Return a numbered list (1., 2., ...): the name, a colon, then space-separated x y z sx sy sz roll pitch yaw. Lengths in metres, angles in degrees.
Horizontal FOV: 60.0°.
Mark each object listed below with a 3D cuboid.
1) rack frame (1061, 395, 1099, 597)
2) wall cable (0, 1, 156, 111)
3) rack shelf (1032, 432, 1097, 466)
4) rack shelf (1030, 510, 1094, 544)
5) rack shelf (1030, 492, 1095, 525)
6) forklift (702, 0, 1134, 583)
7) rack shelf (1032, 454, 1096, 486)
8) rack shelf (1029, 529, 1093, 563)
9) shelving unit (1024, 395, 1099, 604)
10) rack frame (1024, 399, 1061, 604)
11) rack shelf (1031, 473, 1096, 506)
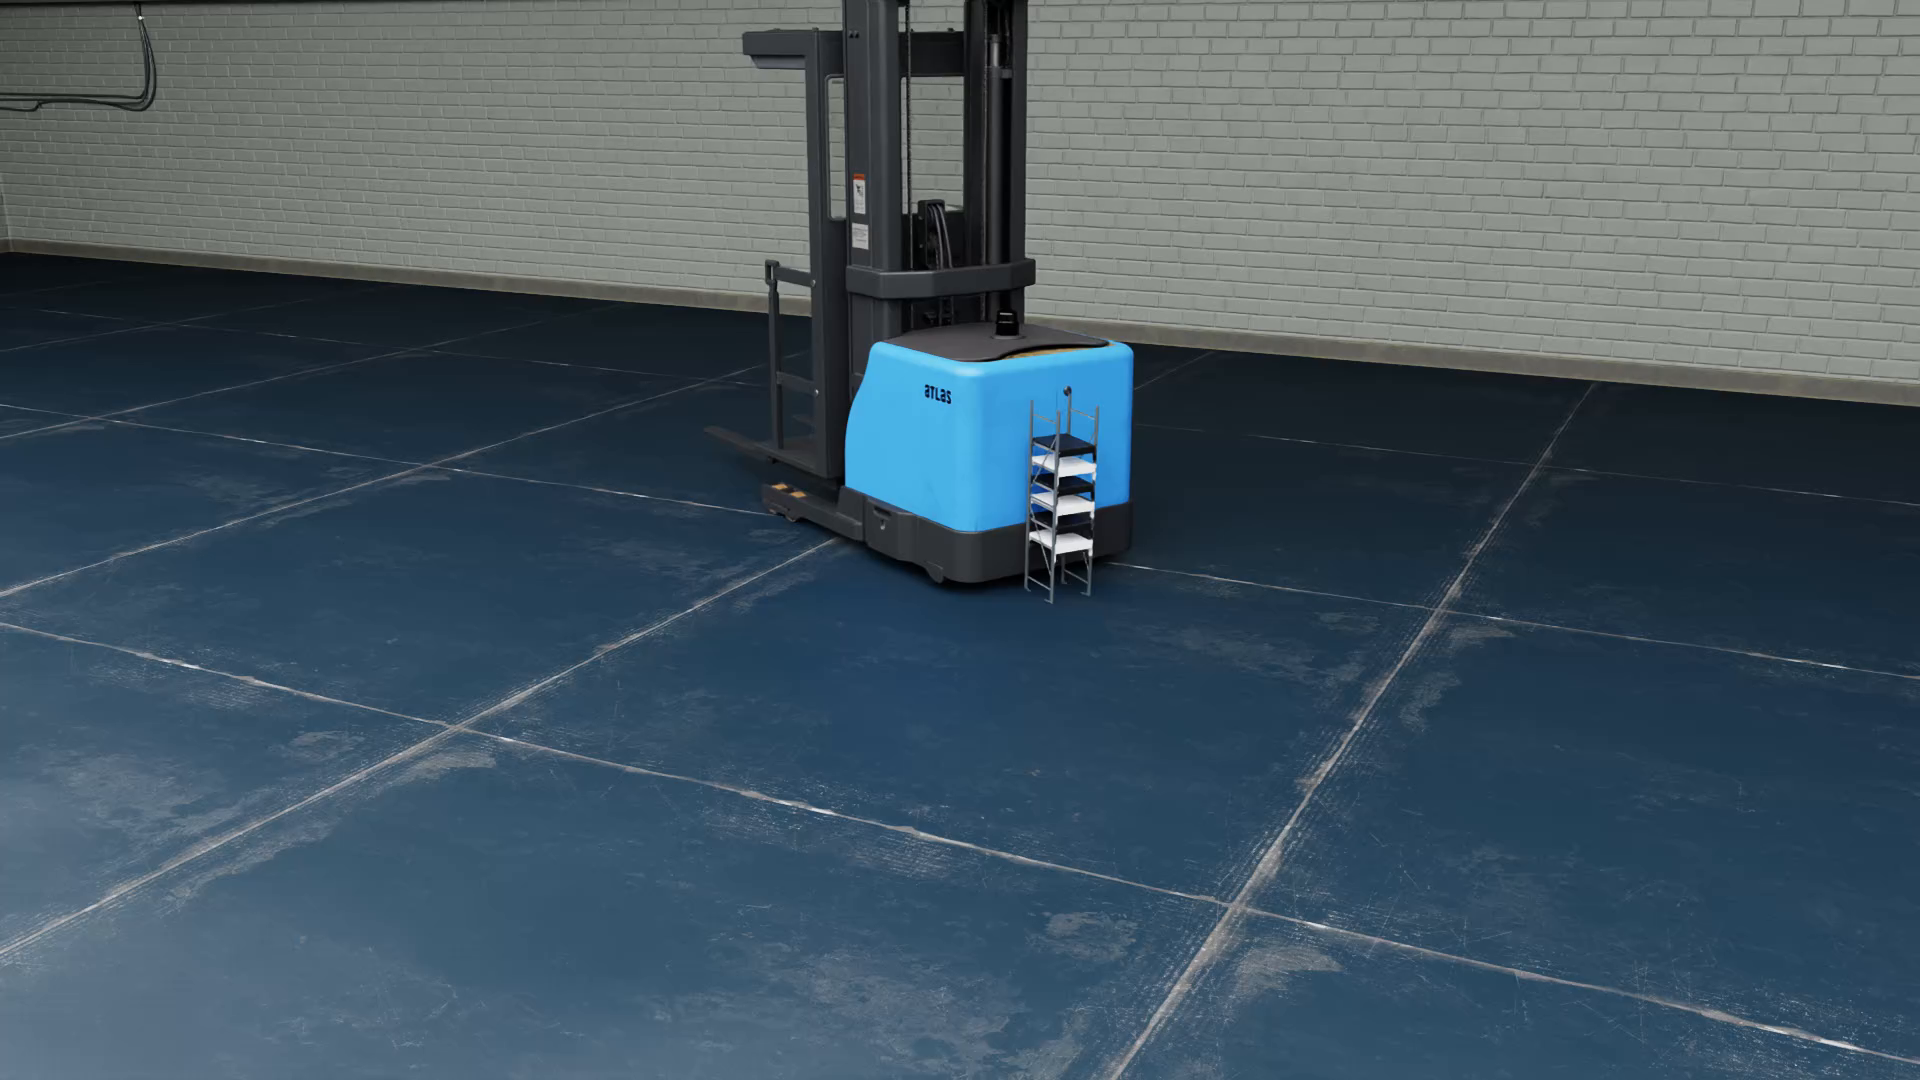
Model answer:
1. rack frame: 0.546 -0.200 7.598 0.006 0.900 0.240 -9 21 -28
2. wall cable: -10.401 -6.188 19.007 3.097 2.526 0.112 8 18 25
3. rack shelf: 0.462 -0.410 7.474 0.200 0.077 0.258 -9 21 -28
4. rack shelf: 0.455 -0.068 7.588 0.200 0.077 0.258 -9 21 -28
5. rack shelf: 0.457 -0.154 7.560 0.200 0.077 0.258 -9 21 -28
6. forklift: -0.414 -1.566 8.649 1.130 2.935 3.031 -11 20 -33
7. rack shelf: 0.460 -0.324 7.503 0.200 0.077 0.258 -9 21 -28
8. rack shelf: 0.454 0.017 7.617 0.200 0.077 0.258 -9 21 -28
9. shelving unit: 0.458 -0.185 7.549 0.210 0.900 0.258 -9 21 -28
10. rack frame: 0.369 -0.171 7.501 0.006 0.900 0.240 -9 21 -28
11. rack shelf: 0.459 -0.239 7.531 0.200 0.077 0.258 -9 21 -28
